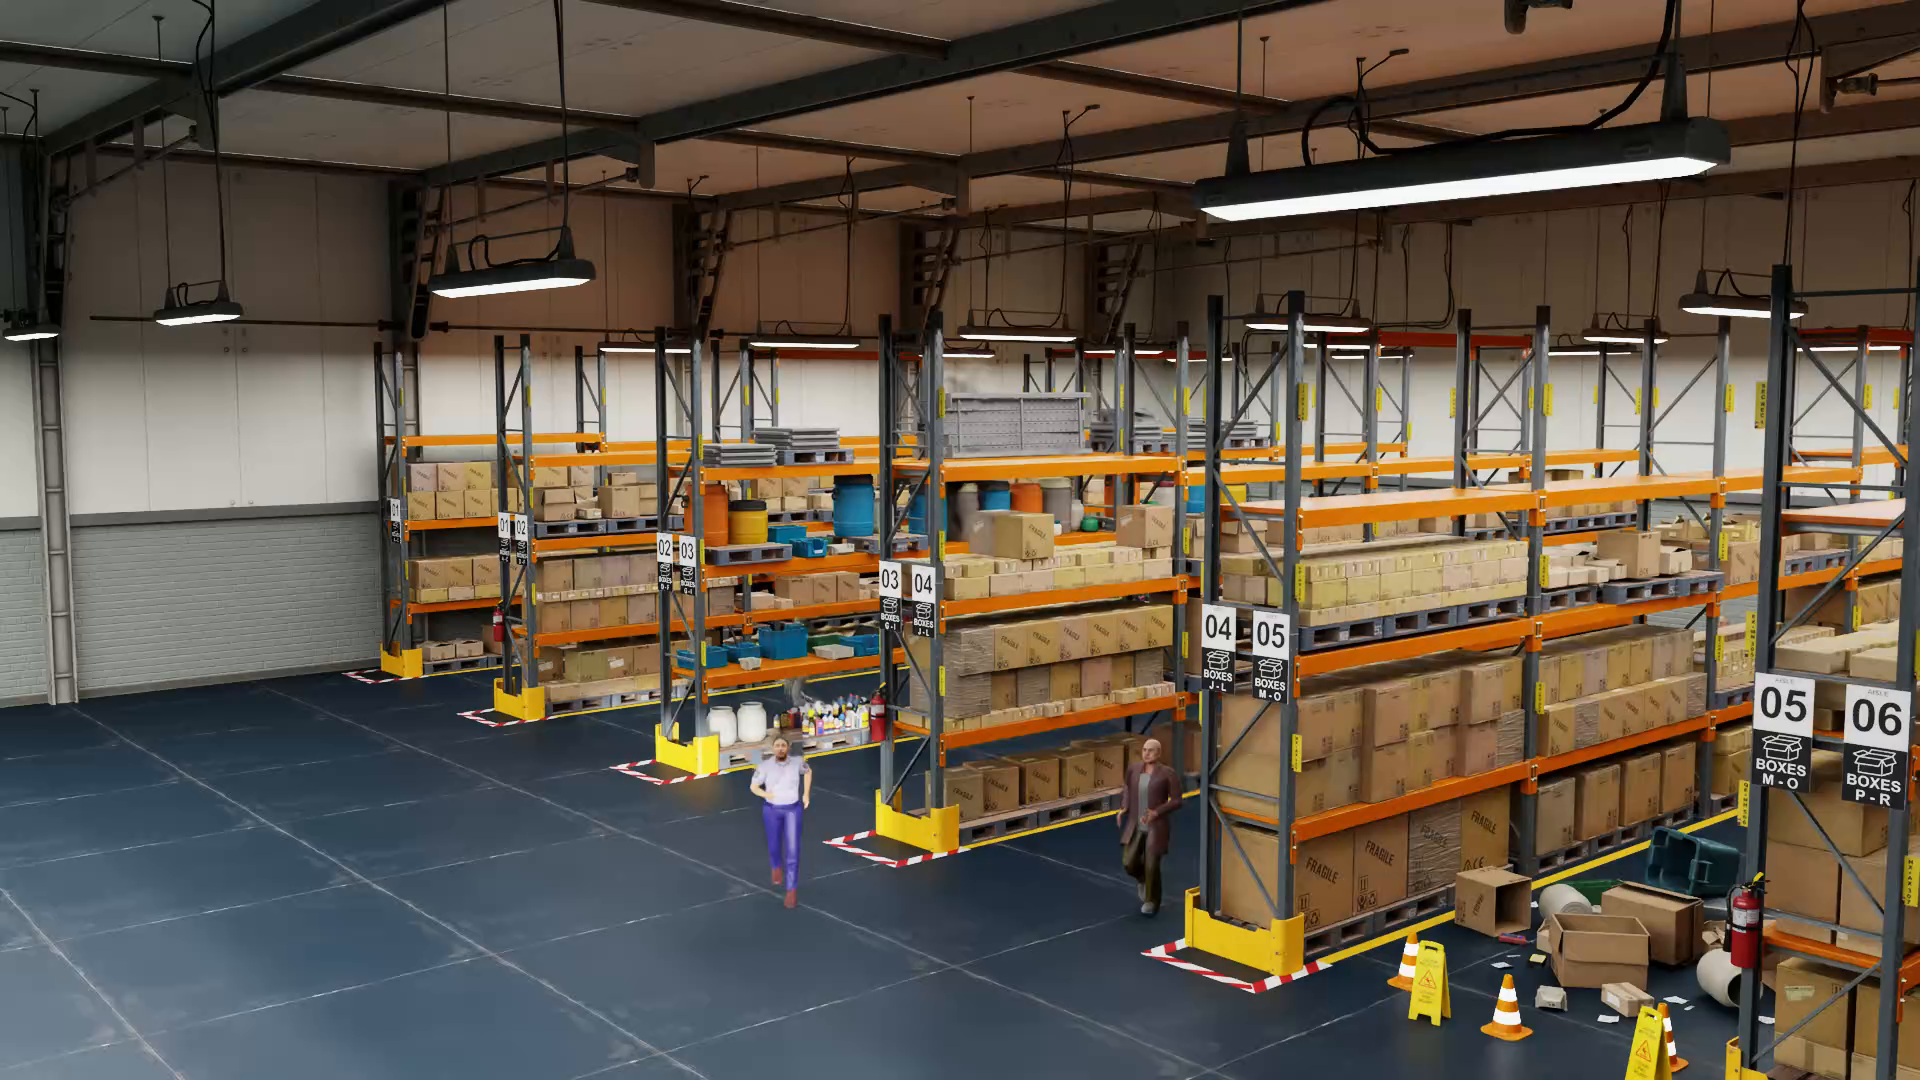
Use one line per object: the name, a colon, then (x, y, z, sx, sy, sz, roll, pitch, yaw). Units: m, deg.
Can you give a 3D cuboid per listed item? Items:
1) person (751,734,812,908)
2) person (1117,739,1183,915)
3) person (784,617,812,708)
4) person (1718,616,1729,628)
person: (-1.812, 2.798, 16.894, 0.618, 1.660, 0.911, 0, 5, -5)
person: (1.829, 2.858, 16.323, 0.704, 1.649, 0.627, 3, 6, 30)
person: (-2.462, 1.999, 25.737, 0.602, 1.652, 0.543, 5, 7, 44)
person: (11.446, 2.017, 25.145, 0.627, 1.738, 0.707, -4, 7, -37)
